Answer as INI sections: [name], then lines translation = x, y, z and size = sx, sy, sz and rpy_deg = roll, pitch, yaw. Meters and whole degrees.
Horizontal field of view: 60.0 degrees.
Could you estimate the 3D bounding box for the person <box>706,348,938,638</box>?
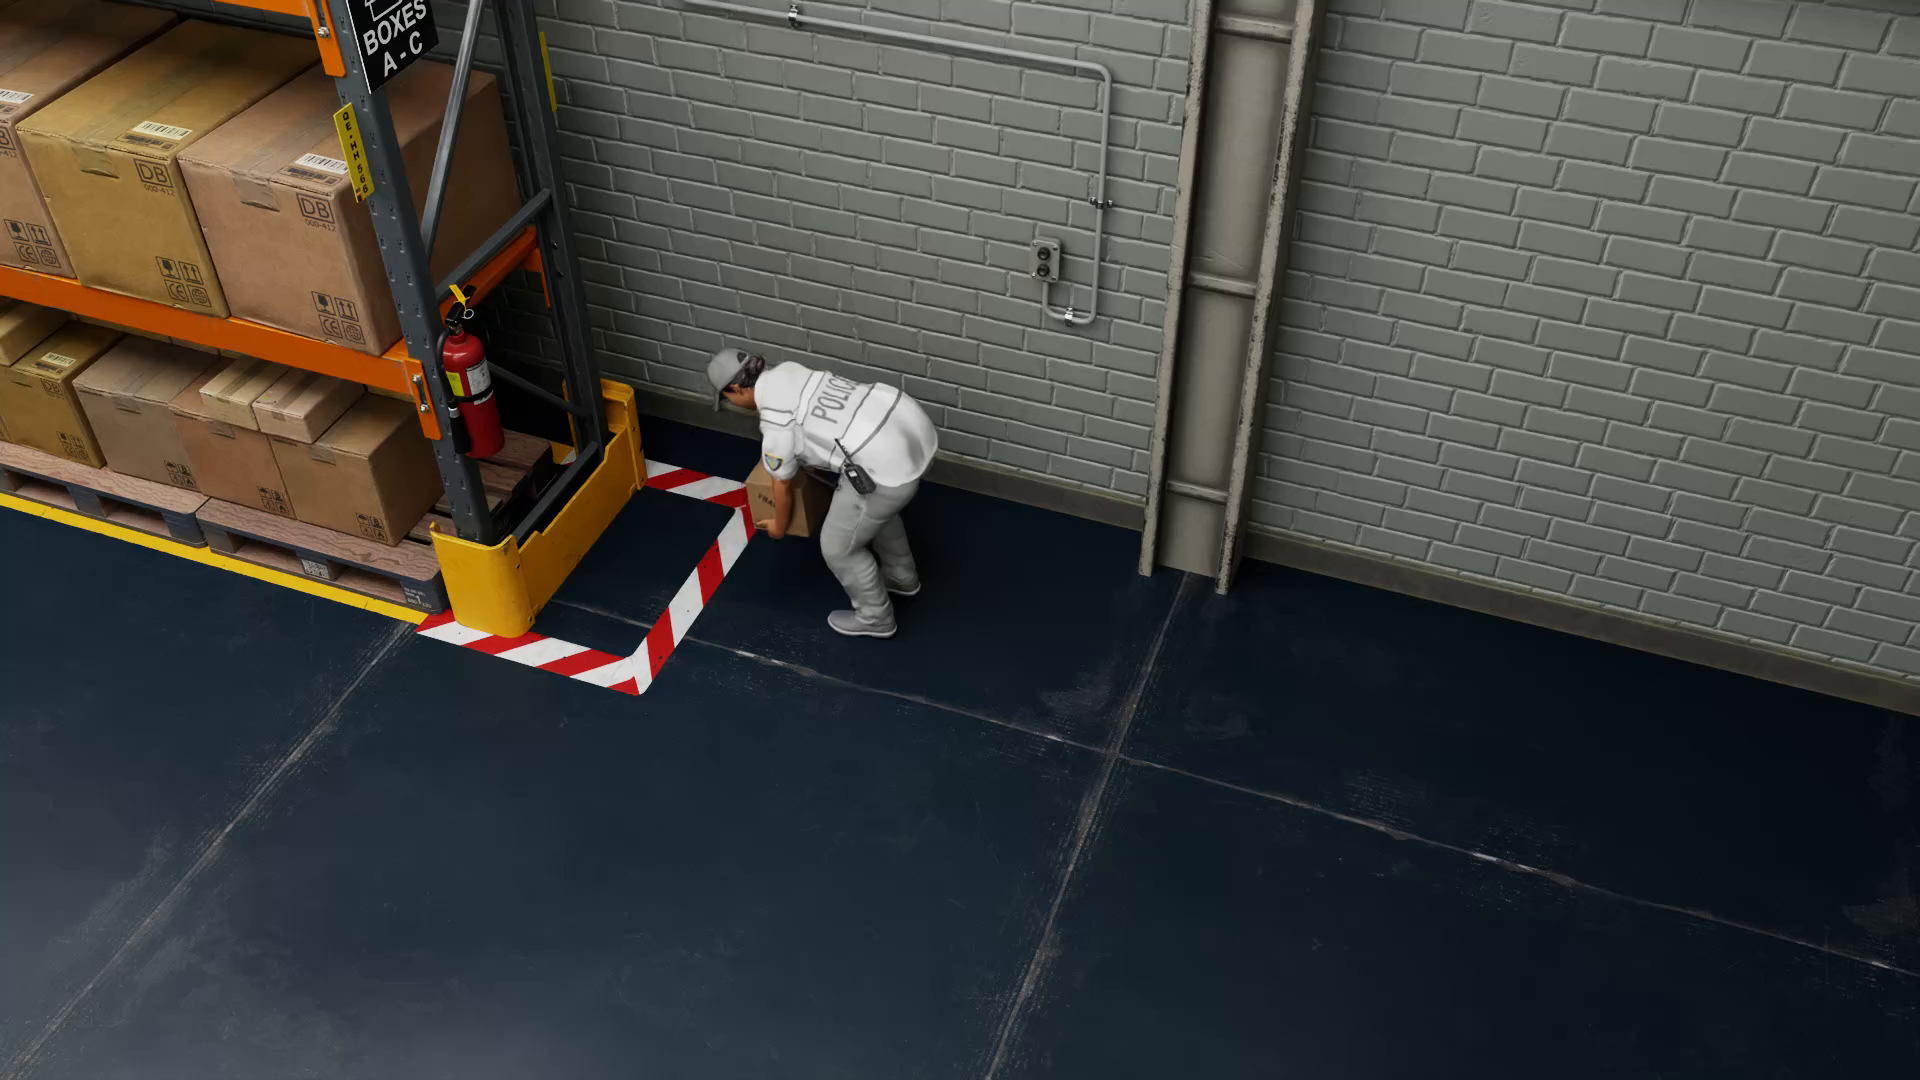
[person]
translation = -0.549, -0.206, 6.740
size = 0.922, 1.204, 0.462
rpy_deg = 13, 43, 14
